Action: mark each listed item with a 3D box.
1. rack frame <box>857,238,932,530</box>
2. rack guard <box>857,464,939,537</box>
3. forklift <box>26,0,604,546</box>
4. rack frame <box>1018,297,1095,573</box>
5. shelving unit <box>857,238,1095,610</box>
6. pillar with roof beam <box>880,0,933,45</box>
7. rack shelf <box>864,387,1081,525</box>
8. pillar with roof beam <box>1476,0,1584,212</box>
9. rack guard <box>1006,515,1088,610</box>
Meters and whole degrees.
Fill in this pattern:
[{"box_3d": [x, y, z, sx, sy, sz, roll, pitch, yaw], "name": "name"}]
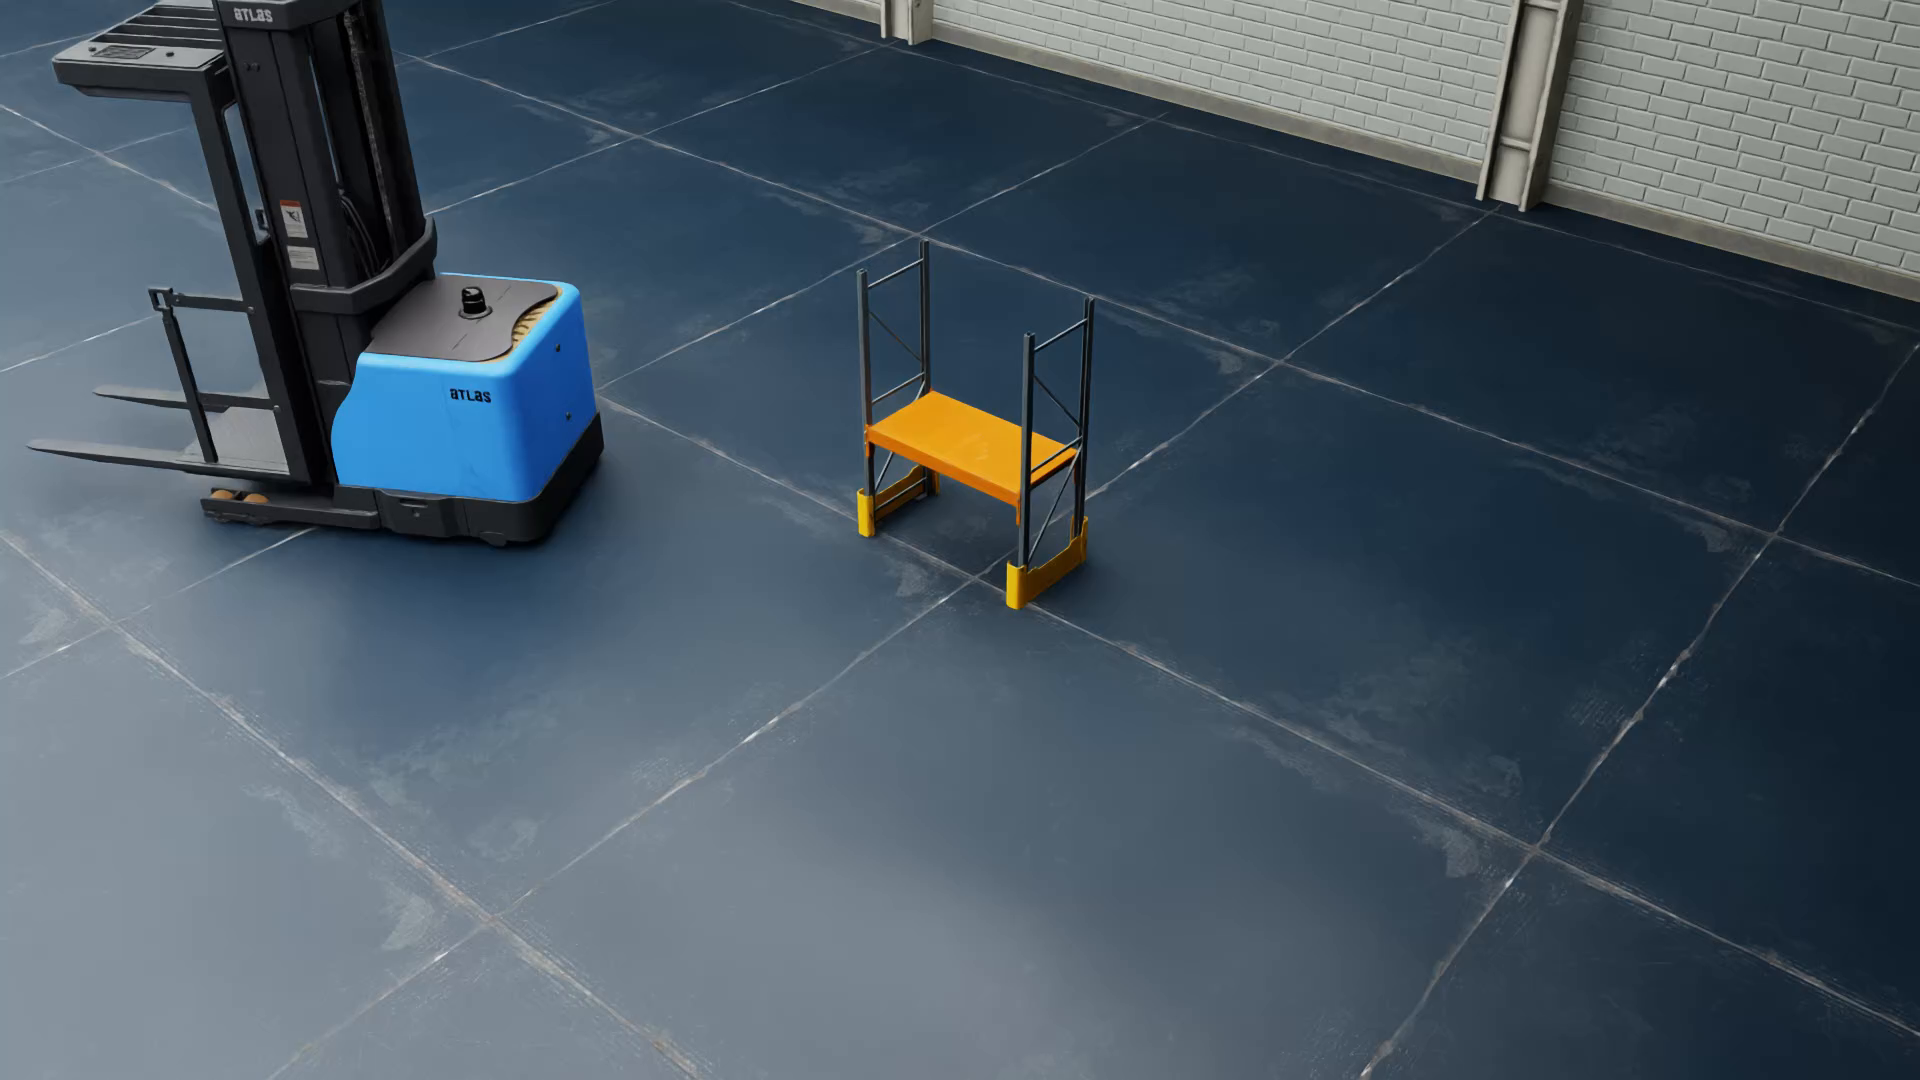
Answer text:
[{"box_3d": [-0.325, -0.771, 8.549, 0.032, 1.500, 0.500, 25, 42, 32], "name": "rack frame"}, {"box_3d": [-0.324, -0.256, 8.902, 0.087, 0.250, 0.587, 25, 42, 32], "name": "rack guard"}, {"box_3d": [-3.573, -1.574, 8.453, 3.031, 2.935, 1.130, 6, 35, 8], "name": "forklift"}, {"box_3d": [0.456, -0.403, 8.012, 0.032, 1.500, 0.500, 25, 42, 32], "name": "rack frame"}, {"box_3d": [0.059, -0.591, 8.285, 1.083, 1.500, 0.587, 25, 42, 32], "name": "shelving unit"}, {"box_3d": [-3.249, -6.565, 10.361, 0.400, 9.000, 9.100, 25, 42, 32], "name": "pillar with roof beam"}, {"box_3d": [0.066, -0.439, 8.382, 1.000, 0.185, 0.538, 25, 42, 32], "name": "rack shelf"}, {"box_3d": [1.362, -4.392, 7.196, 0.400, 9.000, 9.100, 25, 42, 32], "name": "pillar with roof beam"}, {"box_3d": [0.441, 0.105, 8.376, 0.087, 0.250, 0.587, 25, 42, 32], "name": "rack guard"}]
